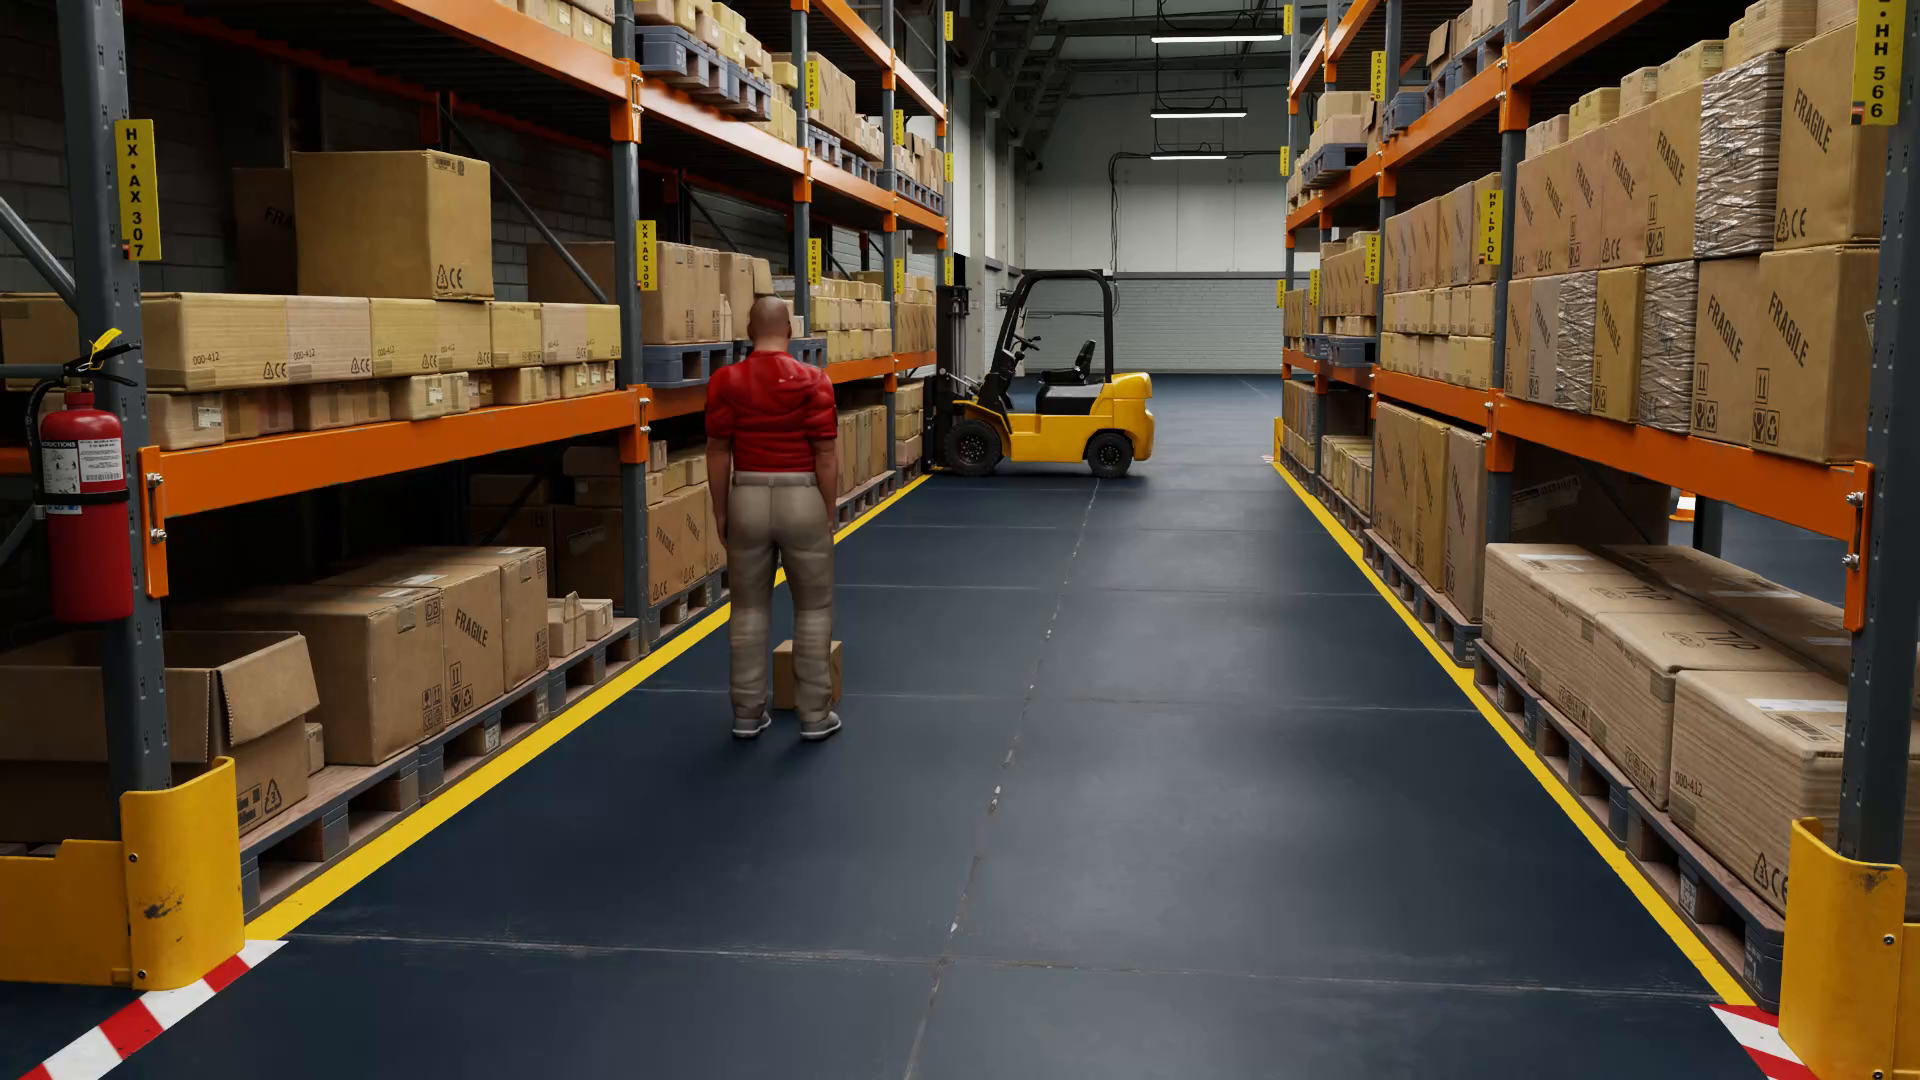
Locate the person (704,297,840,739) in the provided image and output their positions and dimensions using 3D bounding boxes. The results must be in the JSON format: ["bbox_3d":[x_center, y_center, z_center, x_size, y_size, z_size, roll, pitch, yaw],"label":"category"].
[{"bbox_3d":[-0.725,-0.085,6.543,0.528,1.722,0.360,1,8,7],"label":"person"}]
